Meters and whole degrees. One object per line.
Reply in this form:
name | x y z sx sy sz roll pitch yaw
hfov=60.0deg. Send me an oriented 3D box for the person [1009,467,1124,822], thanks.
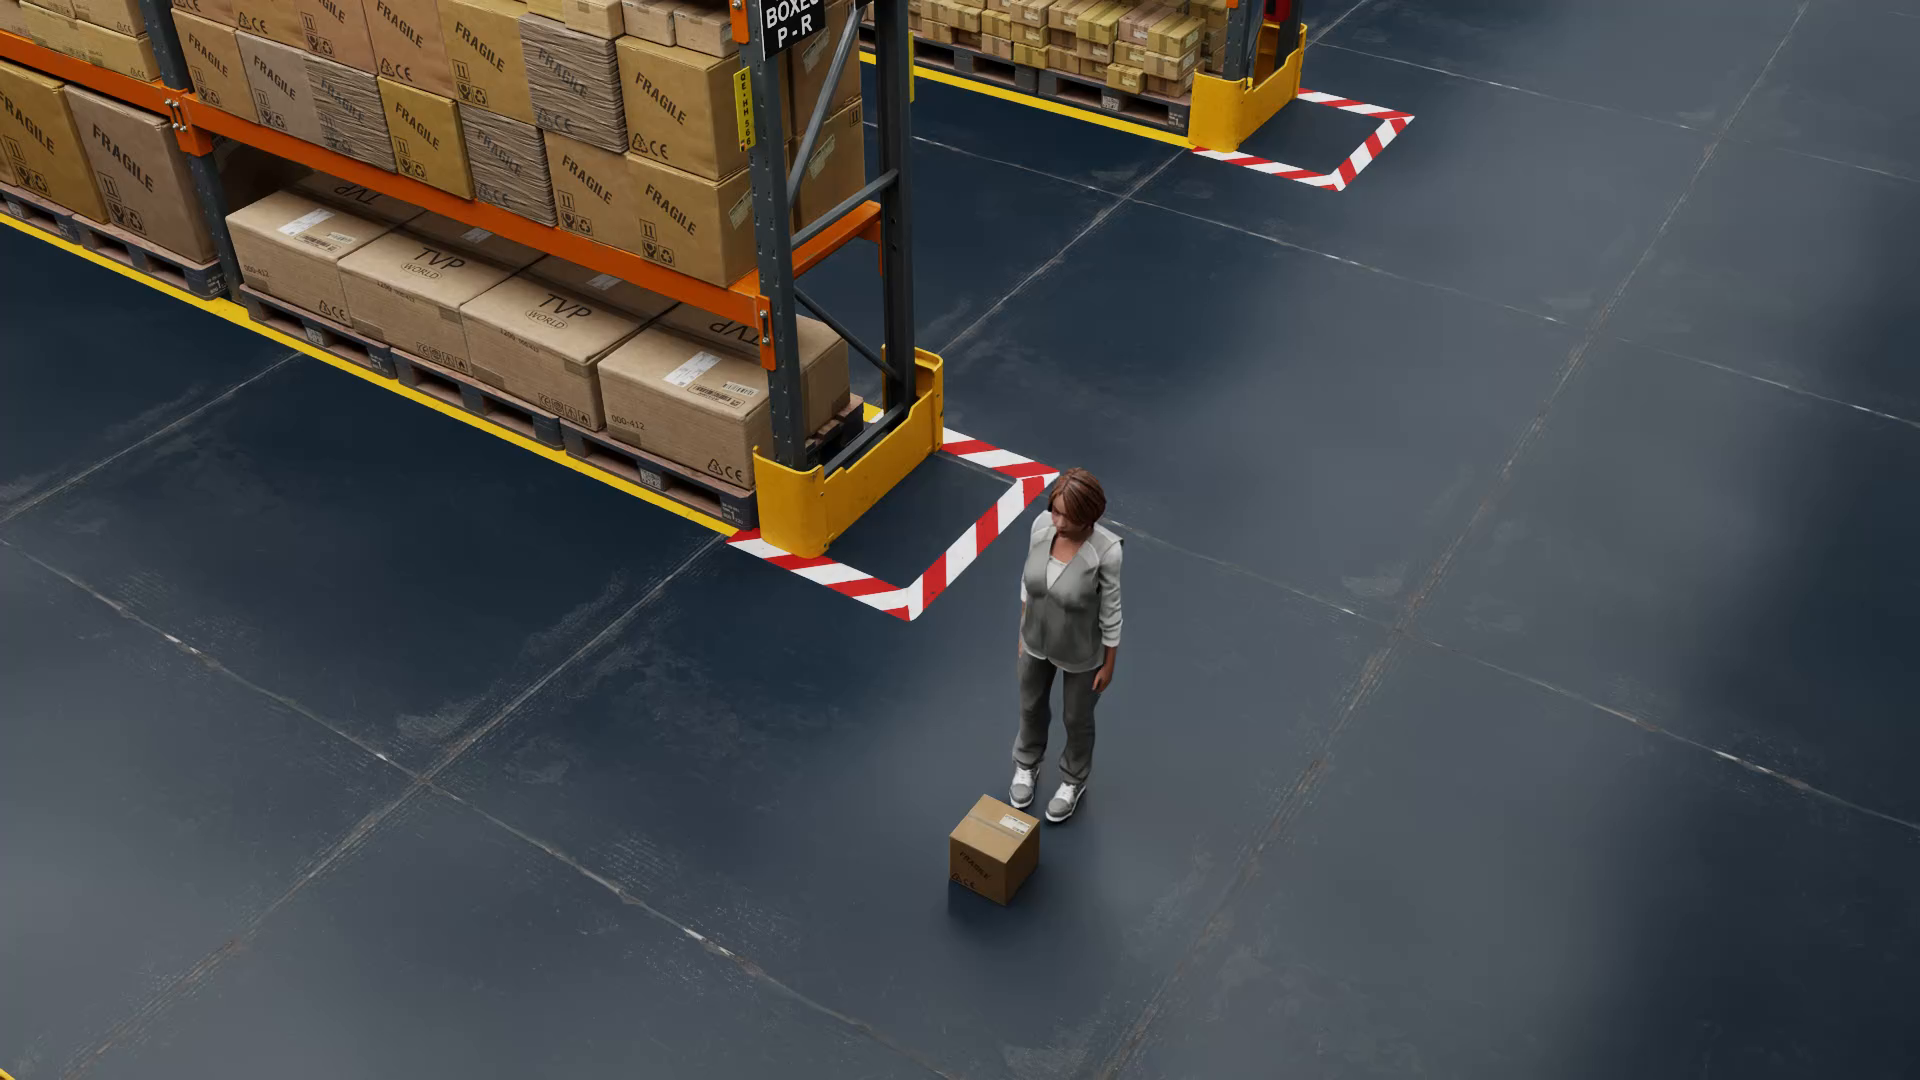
person | 0.390 0.404 6.185 0.425 1.603 0.322 24 45 26
